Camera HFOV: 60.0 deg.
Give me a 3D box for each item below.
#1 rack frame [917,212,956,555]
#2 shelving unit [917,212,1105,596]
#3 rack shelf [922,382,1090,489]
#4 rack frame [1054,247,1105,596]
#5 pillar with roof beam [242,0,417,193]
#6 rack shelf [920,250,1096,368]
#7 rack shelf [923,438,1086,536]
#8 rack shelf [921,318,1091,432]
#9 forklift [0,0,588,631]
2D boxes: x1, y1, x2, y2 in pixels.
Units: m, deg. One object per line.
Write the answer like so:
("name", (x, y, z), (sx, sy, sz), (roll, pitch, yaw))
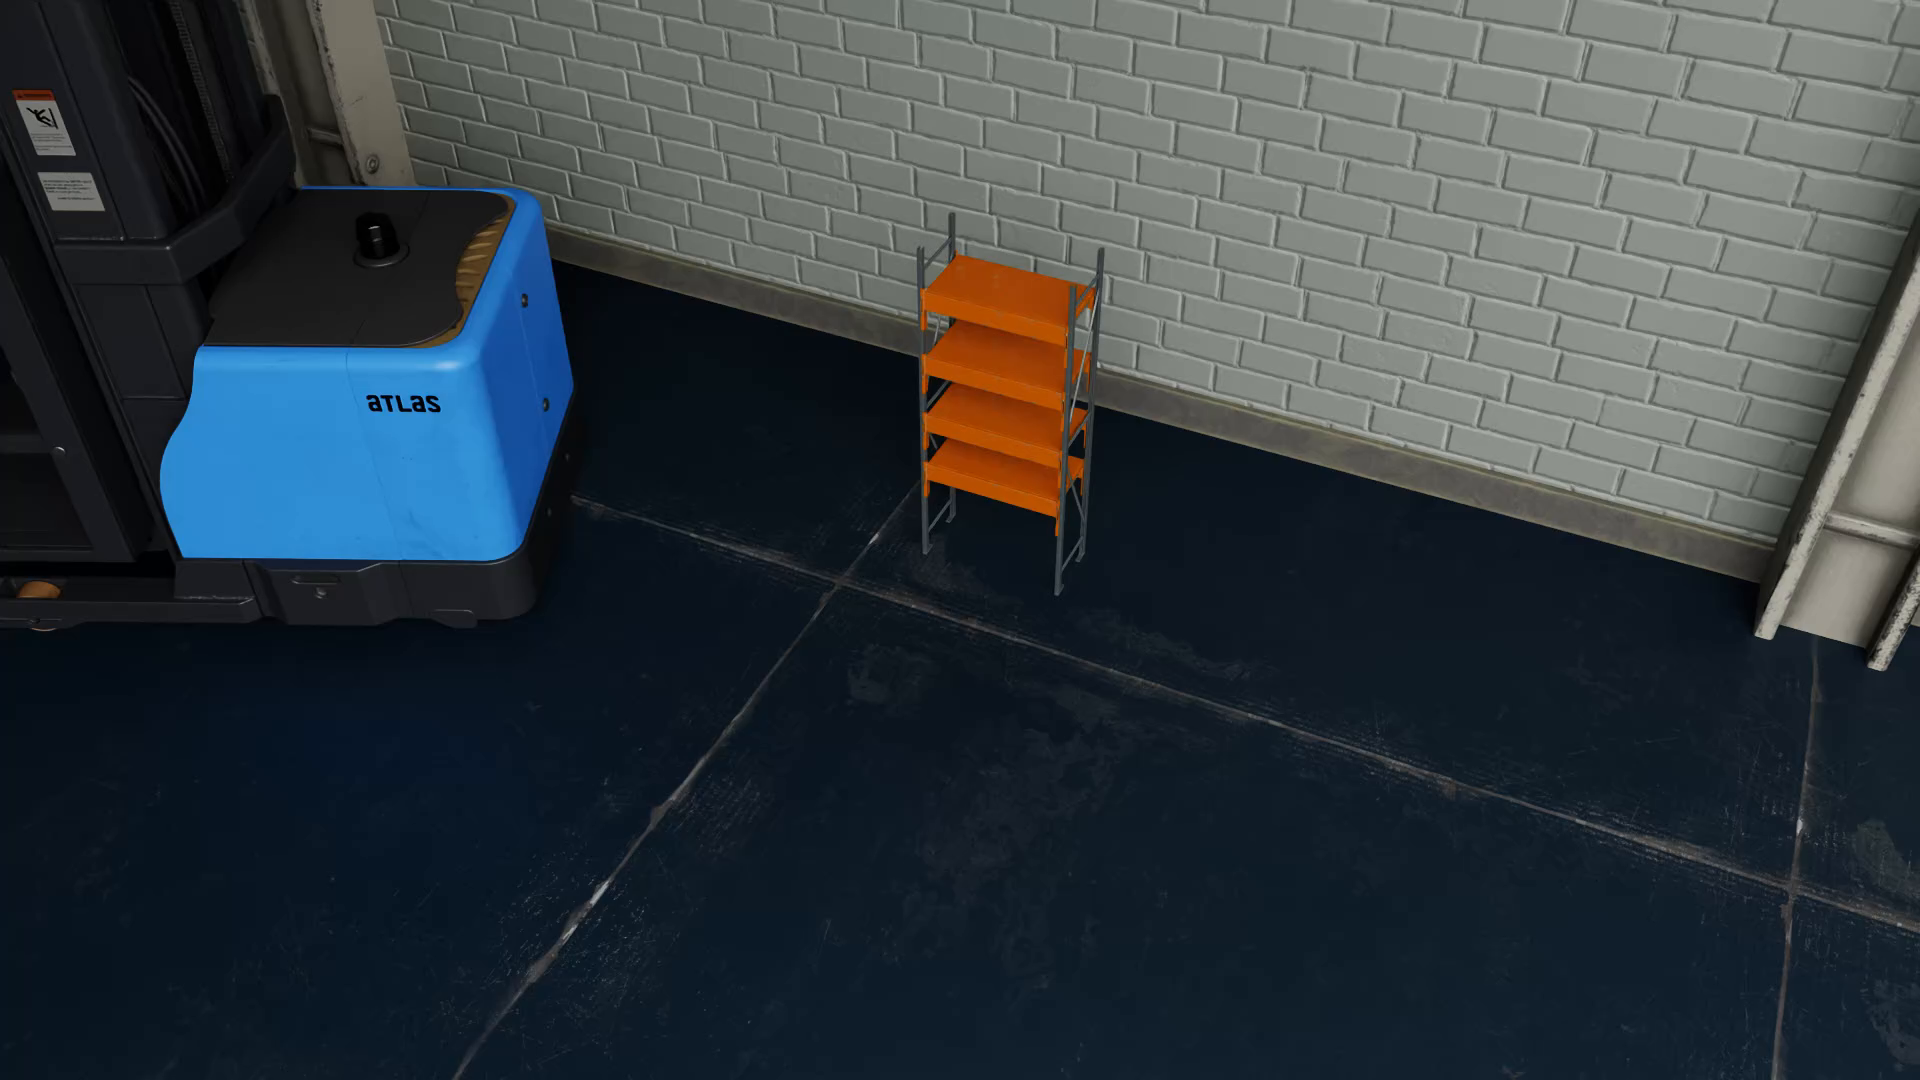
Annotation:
("rack frame", (-0.071, -0.475, 5.382), (0.015, 1.200, 0.240), (17, 44, 19))
("shelving unit", (0.150, -0.408, 5.304), (0.503, 1.200, 0.258), (17, 44, 19))
("rack shelf", (0.150, -0.357, 5.348), (0.480, 0.148, 0.258), (17, 44, 19))
("rack frame", (0.371, -0.340, 5.226), (0.015, 1.200, 0.240), (17, 44, 19))
("pillar with roof beam", (-4.440, -2.235, 1.458), (0.400, 9.000, 9.100), (17, 44, 19))
("rack shelf", (0.150, -0.704, 5.047), (0.480, 0.148, 0.258), (17, 44, 19))
("rack shelf", (0.150, -0.207, 5.478), (0.480, 0.148, 0.258), (17, 44, 19))
("rack shelf", (0.150, -0.526, 5.202), (0.480, 0.148, 0.258), (17, 44, 19))
("forklift", (-2.879, -1.157, 4.847), (3.031, 2.935, 1.130), (1, 41, 1))
